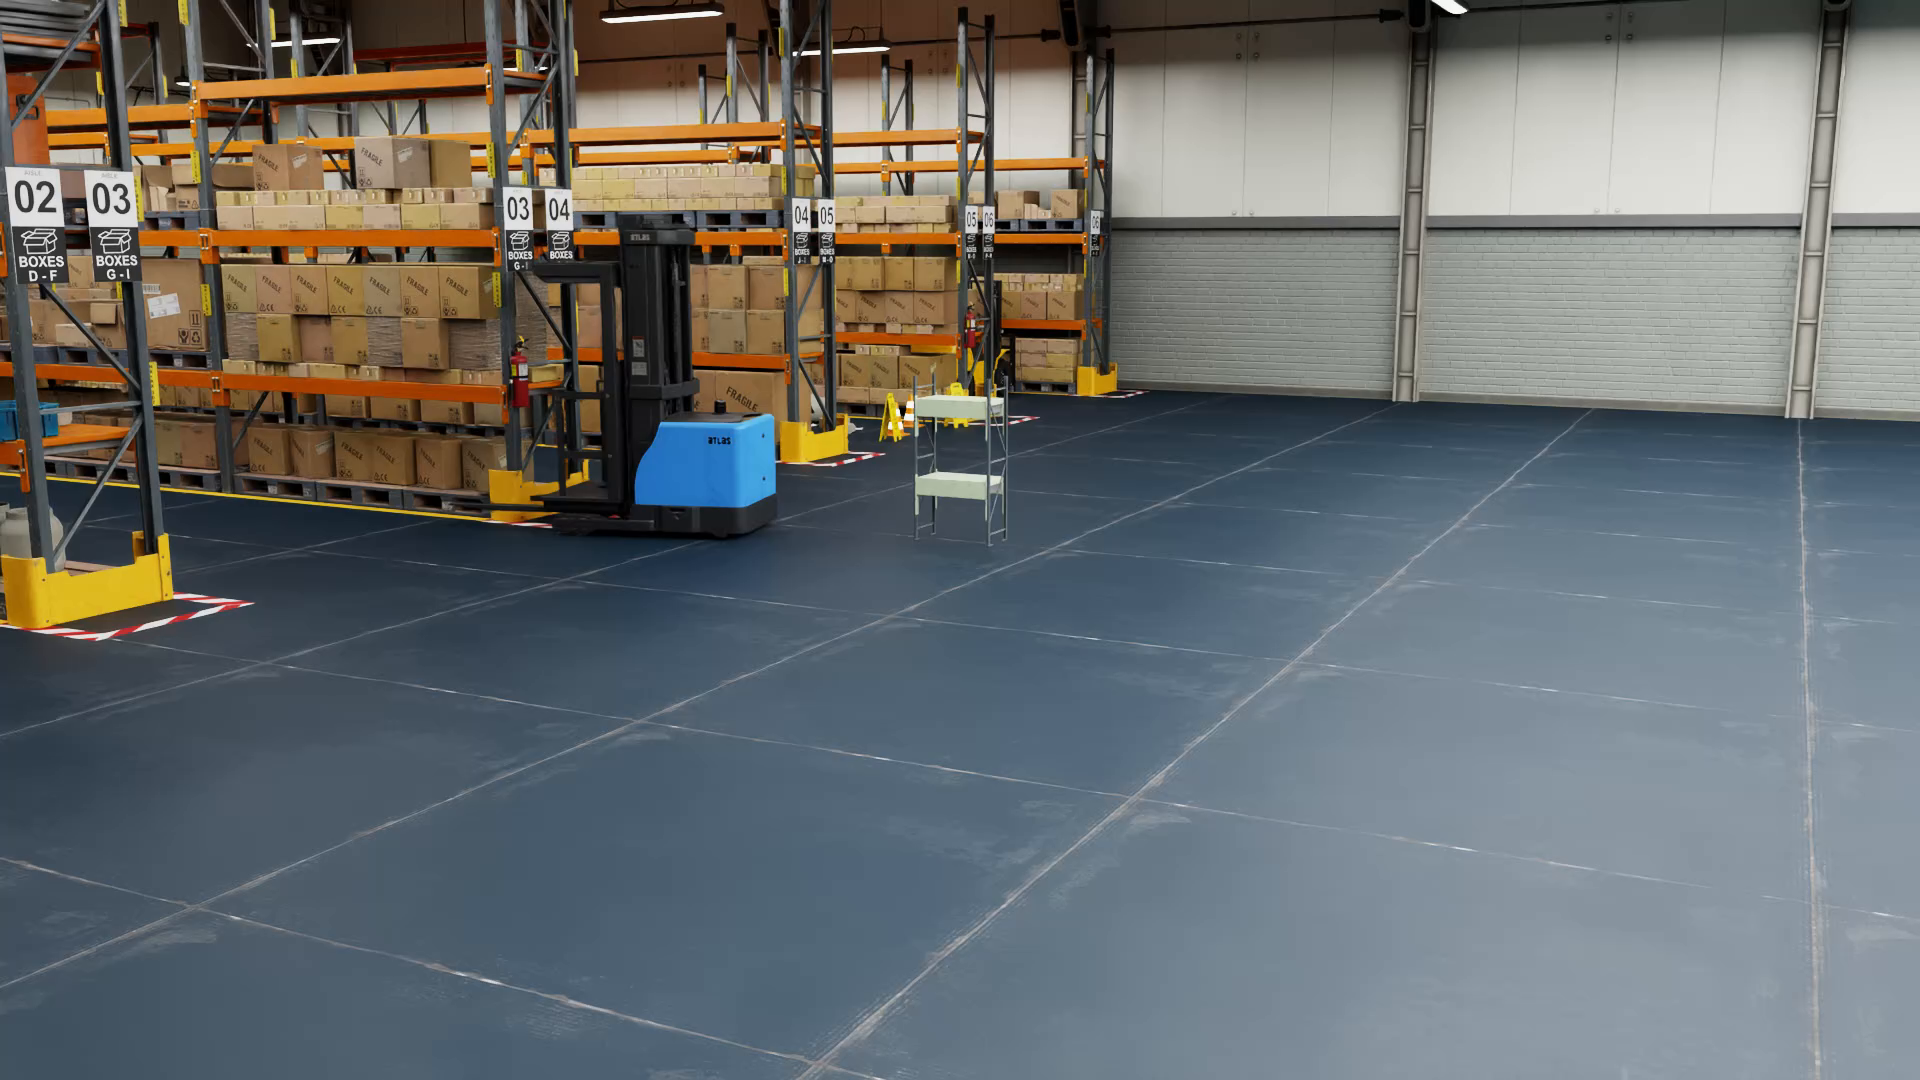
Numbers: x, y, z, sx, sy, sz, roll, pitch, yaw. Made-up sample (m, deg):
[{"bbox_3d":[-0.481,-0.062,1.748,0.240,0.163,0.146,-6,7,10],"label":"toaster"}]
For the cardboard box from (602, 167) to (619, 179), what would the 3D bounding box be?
[{"bbox_3d":[-4.353,-4.680,21.252,0.250,0.149,0.380,5,11,26],"label":"cardboard box"}]

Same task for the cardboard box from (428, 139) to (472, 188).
[{"bbox_3d":[-5.354,-3.821,16.978,0.500,0.500,0.500,5,11,26],"label":"cardboard box"}]

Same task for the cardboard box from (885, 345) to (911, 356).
[{"bbox_3d":[-0.950,-2.908,25.487,0.250,0.149,0.380,5,12,27],"label":"cardboard box"}]

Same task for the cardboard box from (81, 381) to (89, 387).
[{"bbox_3d":[-13.719,-2.470,26.448,0.250,0.149,0.380,5,11,26],"label":"cardboard box"}]

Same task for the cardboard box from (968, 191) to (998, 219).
[{"bbox_3d":[0.549,-6.047,30.045,0.637,0.503,0.797,5,12,28],"label":"cardboard box"}]

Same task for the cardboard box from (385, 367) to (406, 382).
[{"bbox_3d":[-5.618,-1.705,16.934,0.250,0.149,0.380,5,11,26],"label":"cardboard box"}]

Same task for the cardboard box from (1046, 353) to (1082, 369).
[{"bbox_3d":[1.861,-3.207,29.666,0.500,0.250,0.500,5,11,25],"label":"cardboard box"}]

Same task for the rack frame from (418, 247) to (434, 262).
[{"bbox_3d":[-11.913,-5.380,36.533,0.127,3.000,1.000,5,11,26],"label":"rack frame"}]

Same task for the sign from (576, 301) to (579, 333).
[{"bbox_3d":[-3.903,-2.256,16.842,0.005,0.325,0.100,5,11,26],"label":"sign"}]

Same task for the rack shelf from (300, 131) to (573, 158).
[{"bbox_3d":[-7.238,-5.402,22.951,4.000,0.370,1.077,5,11,26],"label":"rack shelf"}]

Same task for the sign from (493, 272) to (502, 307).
[{"bbox_3d":[-4.406,-2.382,15.828,0.005,0.325,0.100,5,11,26],"label":"sign"}]

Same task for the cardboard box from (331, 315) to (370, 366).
[{"bbox_3d":[-5.998,-2.094,17.264,0.500,0.500,0.875,5,11,26],"label":"cardboard box"}]

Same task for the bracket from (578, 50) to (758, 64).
[{"bbox_3d":[-6.011,-9.693,33.412,4.783,0.066,0.076,5,11,26],"label":"bracket"}]

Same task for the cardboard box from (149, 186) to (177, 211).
[{"bbox_3d":[-8.617,-3.733,18.210,0.258,0.266,0.396,5,12,28],"label":"cardboard box"}]

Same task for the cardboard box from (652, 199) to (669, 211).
[{"bbox_3d":[-3.673,-4.228,20.992,0.250,0.149,0.380,5,11,27],"label":"cardboard box"}]

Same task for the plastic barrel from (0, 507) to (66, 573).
[{"bbox_3d":[-6.958,0.026,12.473,0.421,0.512,0.421,0,10,0],"label":"plastic barrel"}]

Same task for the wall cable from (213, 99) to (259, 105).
[{"bbox_3d":[-16.408,-11.718,39.091,0.133,3.039,2.988,5,11,26],"label":"wall cable"}]

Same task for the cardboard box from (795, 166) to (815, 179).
[{"bbox_3d":[-2.016,-4.605,20.837,0.250,0.149,0.380,5,11,26],"label":"cardboard box"}]

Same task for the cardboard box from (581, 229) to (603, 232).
[{"bbox_3d":[-6.086,-5.405,27.971,0.500,0.500,0.700,5,11,26],"label":"cardboard box"}]

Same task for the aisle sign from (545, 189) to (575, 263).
[{"bbox_3d":[-3.954,-3.066,16.446,0.004,0.787,0.394,5,11,26],"label":"aisle sign"}]

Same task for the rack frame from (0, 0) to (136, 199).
[{"bbox_3d":[-6.334,-3.904,11.535,0.127,3.000,1.000,5,11,26],"label":"rack frame"}]

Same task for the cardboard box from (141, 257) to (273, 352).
[{"bbox_3d":[-8.380,-2.645,18.560,1.000,1.000,1.000,5,11,26],"label":"cardboard box"}]

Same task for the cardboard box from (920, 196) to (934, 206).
[{"bbox_3d":[-0.406,-5.077,24.902,0.250,0.149,0.380,5,12,27],"label":"cardboard box"}]

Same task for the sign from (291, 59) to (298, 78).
[{"bbox_3d":[-9.263,-6.521,23.149,0.005,0.325,0.100,5,11,26],"label":"sign"}]

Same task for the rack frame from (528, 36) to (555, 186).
[{"bbox_3d":[-6.932,-6.909,28.134,0.127,3.000,1.000,5,11,26],"label":"rack frame"}]

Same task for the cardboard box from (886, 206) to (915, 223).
[{"bbox_3d":[-0.780,-4.914,25.122,0.500,0.250,0.500,5,11,25],"label":"cardboard box"}]

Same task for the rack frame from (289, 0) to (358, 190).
[{"bbox_3d":[-9.031,-6.110,23.722,0.127,3.000,1.000,5,11,26],"label":"rack frame"}]

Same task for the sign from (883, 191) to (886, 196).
[{"bbox_3d":[-1.383,-6.232,30.484,0.005,0.325,0.100,5,11,26],"label":"sign"}]

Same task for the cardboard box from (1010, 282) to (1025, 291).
[{"bbox_3d":[1.075,-4.551,29.849,0.250,0.149,0.380,5,11,24],"label":"cardboard box"}]

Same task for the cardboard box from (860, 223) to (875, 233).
[{"bbox_3d":[-1.337,-4.767,25.431,0.250,0.149,0.380,5,11,24],"label":"cardboard box"}]

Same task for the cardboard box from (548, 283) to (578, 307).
[{"bbox_3d":[-5.129,-3.413,22.214,0.550,0.550,0.875,5,11,26],"label":"cardboard box"}]

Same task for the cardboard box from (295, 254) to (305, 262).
[{"bbox_3d":[-12.054,-5.216,30.720,0.250,0.149,0.380,5,11,25],"label":"cardboard box"}]

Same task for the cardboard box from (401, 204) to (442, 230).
[{"bbox_3d":[-5.136,-3.182,16.387,0.500,0.250,0.500,5,11,26],"label":"cardboard box"}]

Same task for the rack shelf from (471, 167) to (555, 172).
[{"bbox_3d":[-10.120,-7.819,35.193,4.000,0.370,1.077,5,11,26],"label":"rack shelf"}]

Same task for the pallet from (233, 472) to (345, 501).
[{"bbox_3d":[-7.112,-0.639,18.169,1.213,0.211,1.003,5,11,26],"label":"pallet"}]

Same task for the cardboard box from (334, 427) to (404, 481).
[{"bbox_3d":[-6.280,-0.917,17.714,0.500,0.500,0.500,4,11,21],"label":"cardboard box"}]

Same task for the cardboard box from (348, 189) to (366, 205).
[{"bbox_3d":[-5.918,-3.447,16.730,0.250,0.149,0.380,4,11,23],"label":"cardboard box"}]

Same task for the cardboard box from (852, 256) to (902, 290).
[{"bbox_3d":[-1.266,-4.084,25.449,0.500,0.500,0.700,5,11,25],"label":"cardboard box"}]

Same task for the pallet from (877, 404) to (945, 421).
[{"bbox_3d":[-0.539,-2.030,25.852,1.213,0.211,1.003,5,11,26],"label":"pallet"}]

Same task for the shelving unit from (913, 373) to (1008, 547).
[{"bbox_3d":[0.006,-0.737,15.094,0.755,1.500,0.431,5,11,26],"label":"shelving unit"}]

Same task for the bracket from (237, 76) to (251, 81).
[{"bbox_3d":[-16.587,-10.622,38.547,0.430,0.232,0.235,5,11,26],"label":"bracket"}]

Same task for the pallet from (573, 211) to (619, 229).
[{"bbox_3d":[-4.715,-4.209,21.890,1.213,0.211,1.003,5,11,26],"label":"pallet"}]

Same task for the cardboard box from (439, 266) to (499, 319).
[{"bbox_3d":[-4.745,-2.435,16.337,0.500,0.500,0.500,5,11,26],"label":"cardboard box"}]

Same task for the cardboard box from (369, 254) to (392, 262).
[{"bbox_3d":[-10.687,-5.198,30.621,0.250,0.149,0.380,5,11,25],"label":"cardboard box"}]

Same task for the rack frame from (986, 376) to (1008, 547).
[{"bbox_3d":[0.334,-0.709,14.934,0.023,1.500,0.400,5,11,26],"label":"rack frame"}]

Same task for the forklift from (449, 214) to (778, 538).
[{"bbox_3d":[-3.329,-1.570,15.674,3.031,2.935,1.130,2,10,11],"label":"forklift"}]

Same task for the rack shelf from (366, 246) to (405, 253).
[{"bbox_3d":[-8.725,-5.236,29.336,4.000,0.370,1.077,5,11,26],"label":"rack shelf"}]

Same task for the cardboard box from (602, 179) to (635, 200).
[{"bbox_3d":[-4.224,-4.485,21.291,0.500,0.250,0.500,5,11,25],"label":"cardboard box"}]

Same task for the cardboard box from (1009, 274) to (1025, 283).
[{"bbox_3d":[1.066,-4.694,29.803,0.250,0.149,0.380,5,12,27],"label":"cardboard box"}]

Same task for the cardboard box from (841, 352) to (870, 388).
[{"bbox_3d":[-1.510,-2.652,25.895,0.500,0.500,0.500,5,11,24],"label":"cardboard box"}]

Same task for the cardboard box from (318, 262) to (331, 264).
[{"bbox_3d":[-11.516,-4.847,30.502,0.500,0.500,0.500,5,11,25],"label":"cardboard box"}]

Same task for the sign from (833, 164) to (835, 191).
[{"bbox_3d":[-1.606,-4.561,20.908,0.005,0.325,0.100,5,11,26],"label":"sign"}]

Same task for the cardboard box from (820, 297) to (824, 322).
[{"bbox_3d":[-2.168,-3.680,26.026,0.500,0.500,0.500,5,11,25],"label":"cardboard box"}]

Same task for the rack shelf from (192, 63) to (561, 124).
[{"bbox_3d":[-5.936,-4.497,16.841,4.000,0.370,1.077,5,11,26],"label":"rack shelf"}]

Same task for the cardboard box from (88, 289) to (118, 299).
[{"bbox_3d":[-13.177,-3.662,25.924,0.500,0.500,0.500,5,11,26],"label":"cardboard box"}]

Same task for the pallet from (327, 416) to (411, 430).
[{"bbox_3d":[-8.358,-1.712,24.095,1.213,0.211,1.003,5,11,26],"label":"pallet"}]

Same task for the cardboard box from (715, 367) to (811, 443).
[{"bbox_3d":[-2.495,-1.732,21.162,0.875,0.875,0.875,5,11,26],"label":"cardboard box"}]
